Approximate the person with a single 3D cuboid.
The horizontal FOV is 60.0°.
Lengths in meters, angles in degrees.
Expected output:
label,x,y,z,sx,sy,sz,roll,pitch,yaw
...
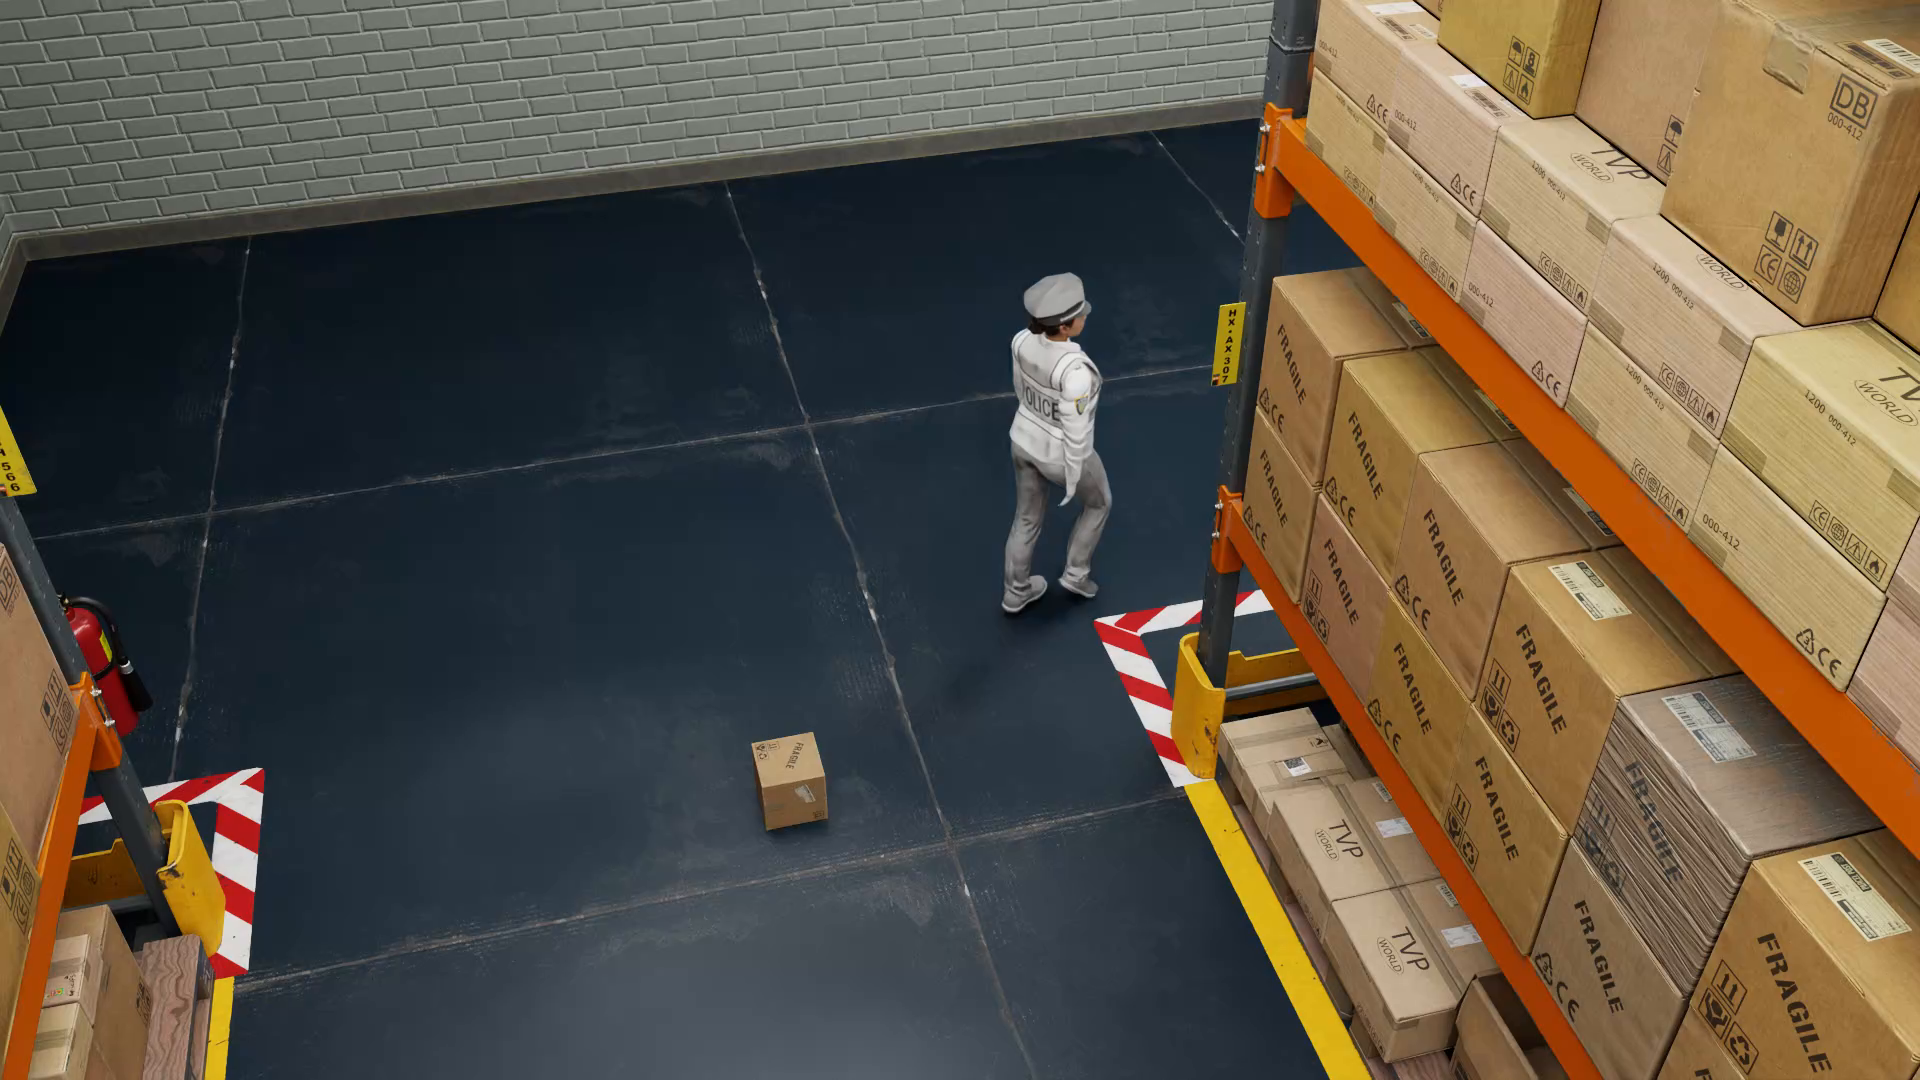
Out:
label,x,y,z,sx,sy,sz,roll,pitch,yaw
person,0.407,-0.378,7.188,0.494,1.742,0.525,-31,48,-33
